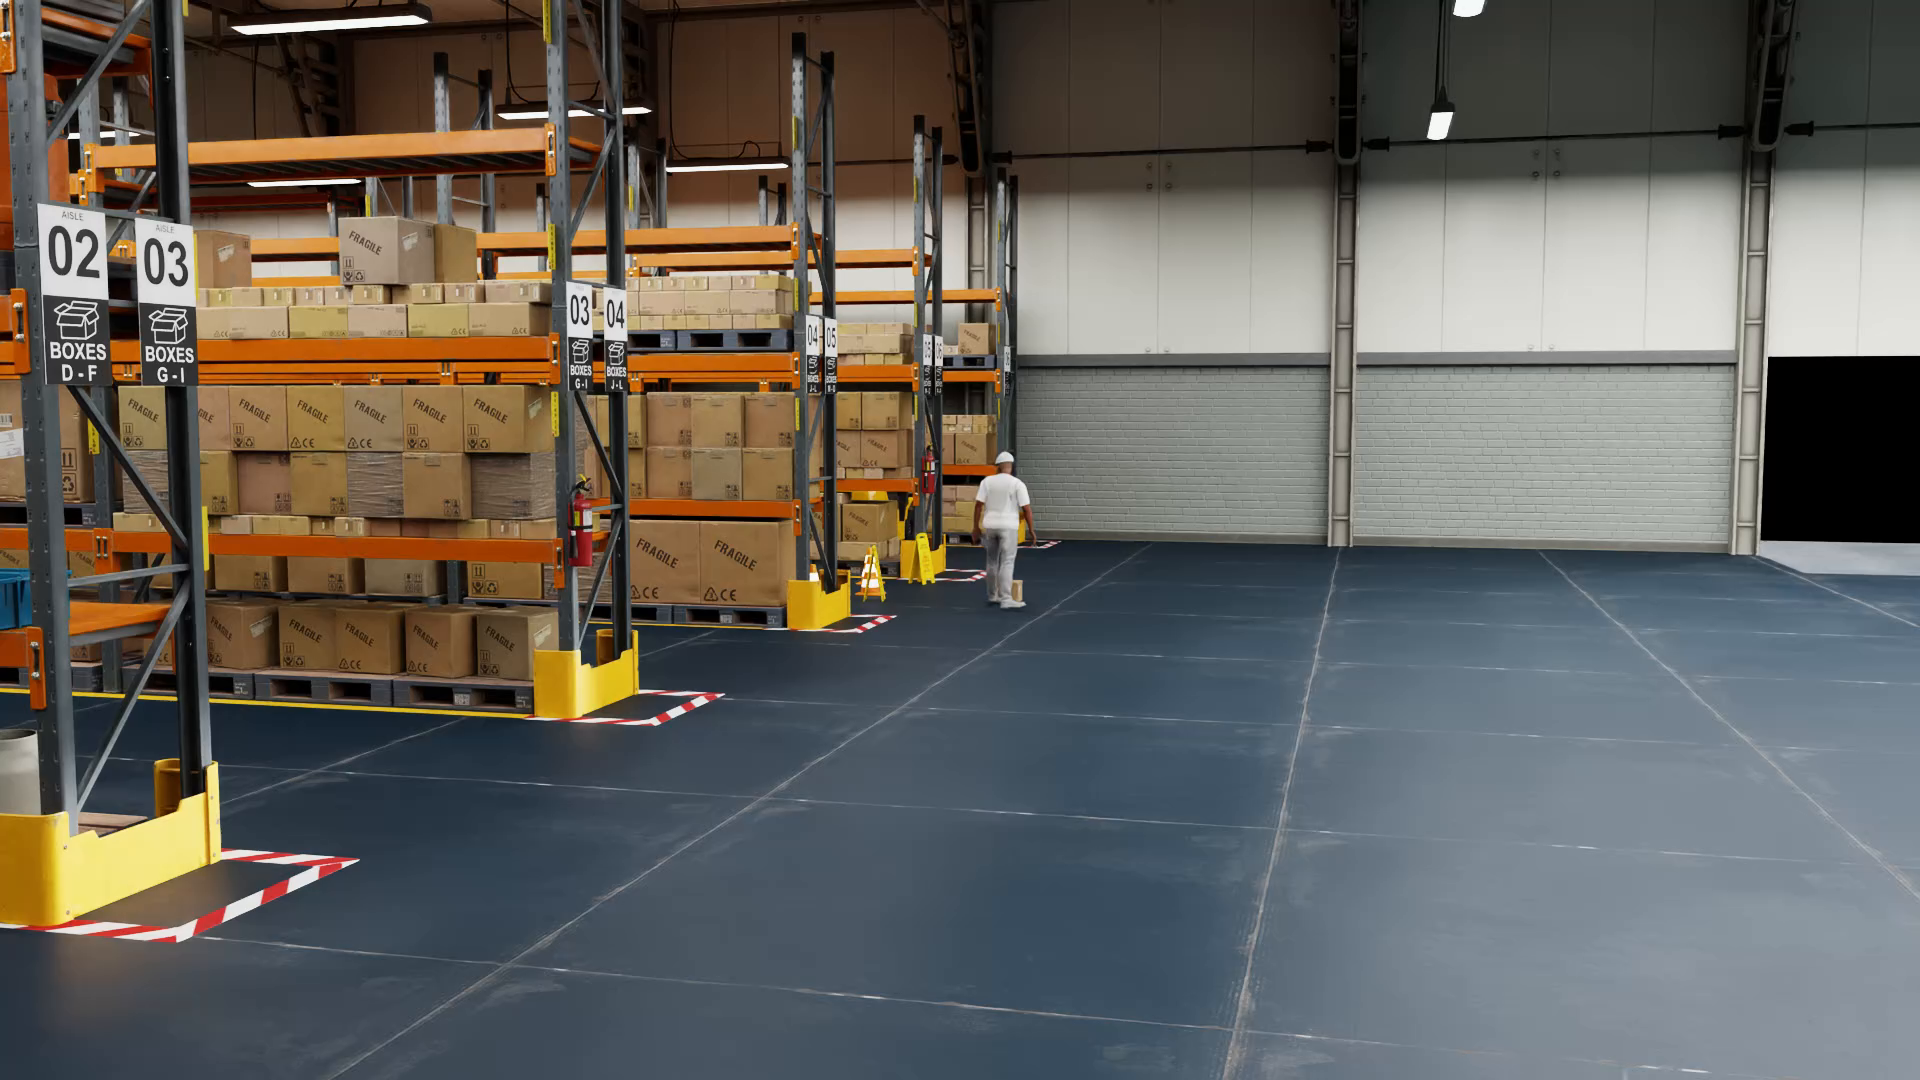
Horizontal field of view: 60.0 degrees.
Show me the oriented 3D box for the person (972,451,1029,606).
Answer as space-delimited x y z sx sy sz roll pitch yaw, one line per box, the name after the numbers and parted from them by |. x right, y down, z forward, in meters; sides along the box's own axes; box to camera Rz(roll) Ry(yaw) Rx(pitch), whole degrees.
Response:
0.477 -0.118 18.712 0.680 1.763 0.797 2 5 20 | person
